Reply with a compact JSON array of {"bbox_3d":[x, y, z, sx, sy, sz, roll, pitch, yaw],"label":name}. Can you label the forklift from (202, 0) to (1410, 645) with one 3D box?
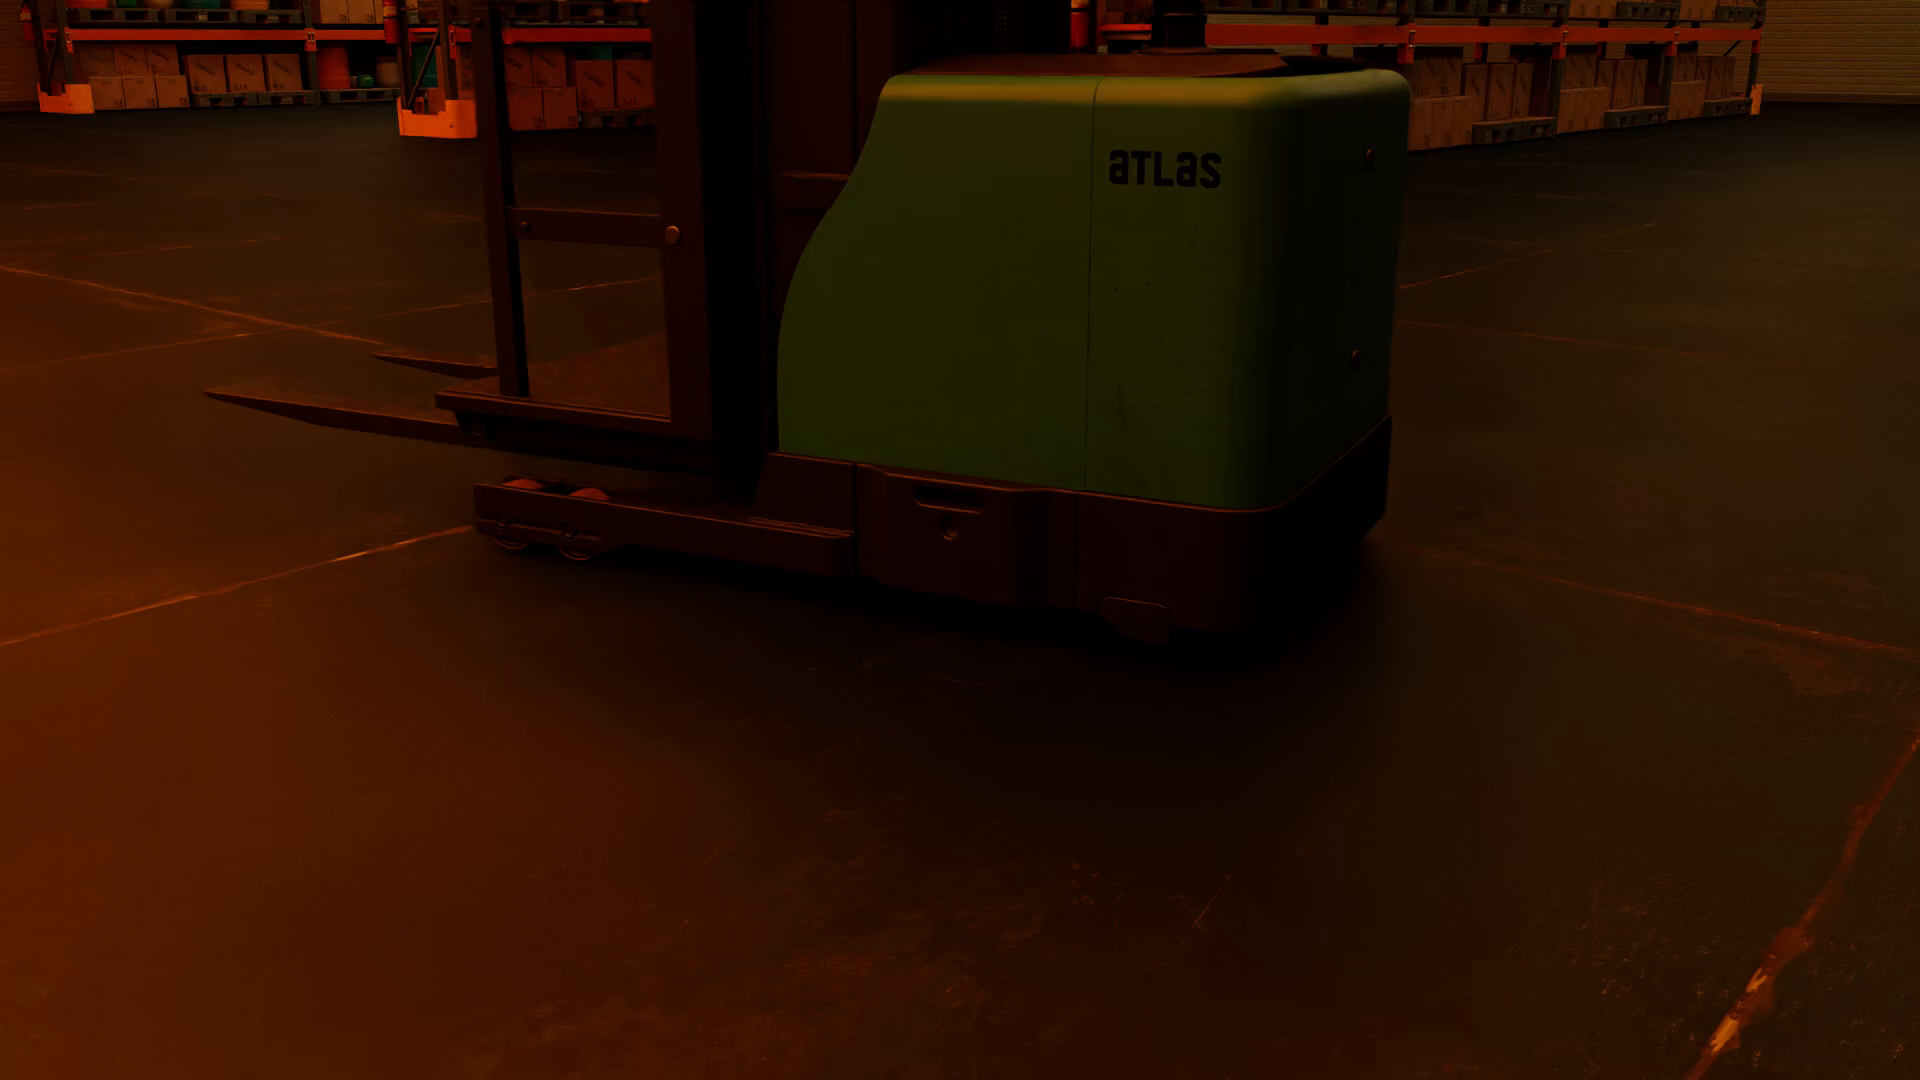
[{"bbox_3d":[-0.553,-1.480,3.771,3.031,2.935,1.130,8,19,26],"label":"forklift"}]
